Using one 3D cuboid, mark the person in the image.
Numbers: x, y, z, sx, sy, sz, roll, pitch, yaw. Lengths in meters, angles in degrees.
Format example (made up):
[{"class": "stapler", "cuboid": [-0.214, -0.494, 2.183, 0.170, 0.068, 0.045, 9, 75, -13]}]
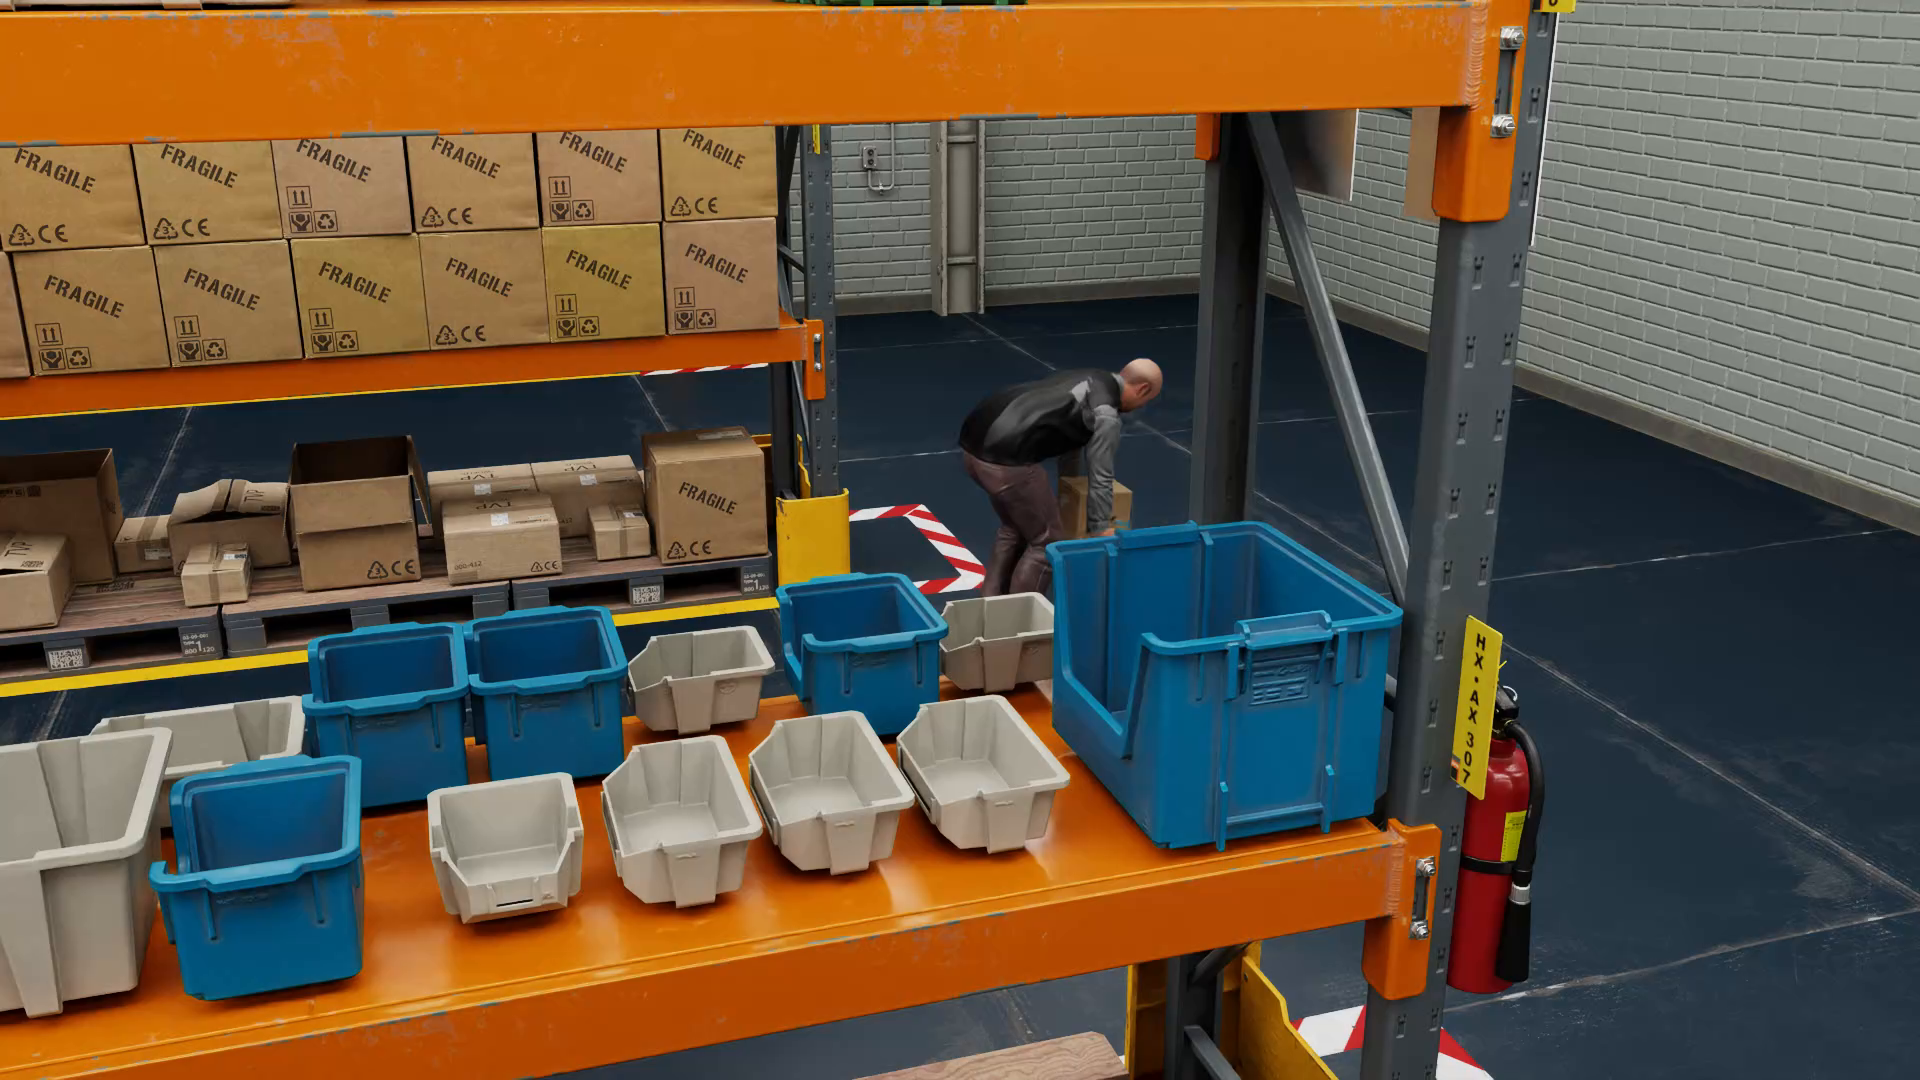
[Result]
[{"class": "person", "cuboid": [0.459, -0.166, 7.385, 0.936, 1.201, 0.457, -8, 20, -21]}]
